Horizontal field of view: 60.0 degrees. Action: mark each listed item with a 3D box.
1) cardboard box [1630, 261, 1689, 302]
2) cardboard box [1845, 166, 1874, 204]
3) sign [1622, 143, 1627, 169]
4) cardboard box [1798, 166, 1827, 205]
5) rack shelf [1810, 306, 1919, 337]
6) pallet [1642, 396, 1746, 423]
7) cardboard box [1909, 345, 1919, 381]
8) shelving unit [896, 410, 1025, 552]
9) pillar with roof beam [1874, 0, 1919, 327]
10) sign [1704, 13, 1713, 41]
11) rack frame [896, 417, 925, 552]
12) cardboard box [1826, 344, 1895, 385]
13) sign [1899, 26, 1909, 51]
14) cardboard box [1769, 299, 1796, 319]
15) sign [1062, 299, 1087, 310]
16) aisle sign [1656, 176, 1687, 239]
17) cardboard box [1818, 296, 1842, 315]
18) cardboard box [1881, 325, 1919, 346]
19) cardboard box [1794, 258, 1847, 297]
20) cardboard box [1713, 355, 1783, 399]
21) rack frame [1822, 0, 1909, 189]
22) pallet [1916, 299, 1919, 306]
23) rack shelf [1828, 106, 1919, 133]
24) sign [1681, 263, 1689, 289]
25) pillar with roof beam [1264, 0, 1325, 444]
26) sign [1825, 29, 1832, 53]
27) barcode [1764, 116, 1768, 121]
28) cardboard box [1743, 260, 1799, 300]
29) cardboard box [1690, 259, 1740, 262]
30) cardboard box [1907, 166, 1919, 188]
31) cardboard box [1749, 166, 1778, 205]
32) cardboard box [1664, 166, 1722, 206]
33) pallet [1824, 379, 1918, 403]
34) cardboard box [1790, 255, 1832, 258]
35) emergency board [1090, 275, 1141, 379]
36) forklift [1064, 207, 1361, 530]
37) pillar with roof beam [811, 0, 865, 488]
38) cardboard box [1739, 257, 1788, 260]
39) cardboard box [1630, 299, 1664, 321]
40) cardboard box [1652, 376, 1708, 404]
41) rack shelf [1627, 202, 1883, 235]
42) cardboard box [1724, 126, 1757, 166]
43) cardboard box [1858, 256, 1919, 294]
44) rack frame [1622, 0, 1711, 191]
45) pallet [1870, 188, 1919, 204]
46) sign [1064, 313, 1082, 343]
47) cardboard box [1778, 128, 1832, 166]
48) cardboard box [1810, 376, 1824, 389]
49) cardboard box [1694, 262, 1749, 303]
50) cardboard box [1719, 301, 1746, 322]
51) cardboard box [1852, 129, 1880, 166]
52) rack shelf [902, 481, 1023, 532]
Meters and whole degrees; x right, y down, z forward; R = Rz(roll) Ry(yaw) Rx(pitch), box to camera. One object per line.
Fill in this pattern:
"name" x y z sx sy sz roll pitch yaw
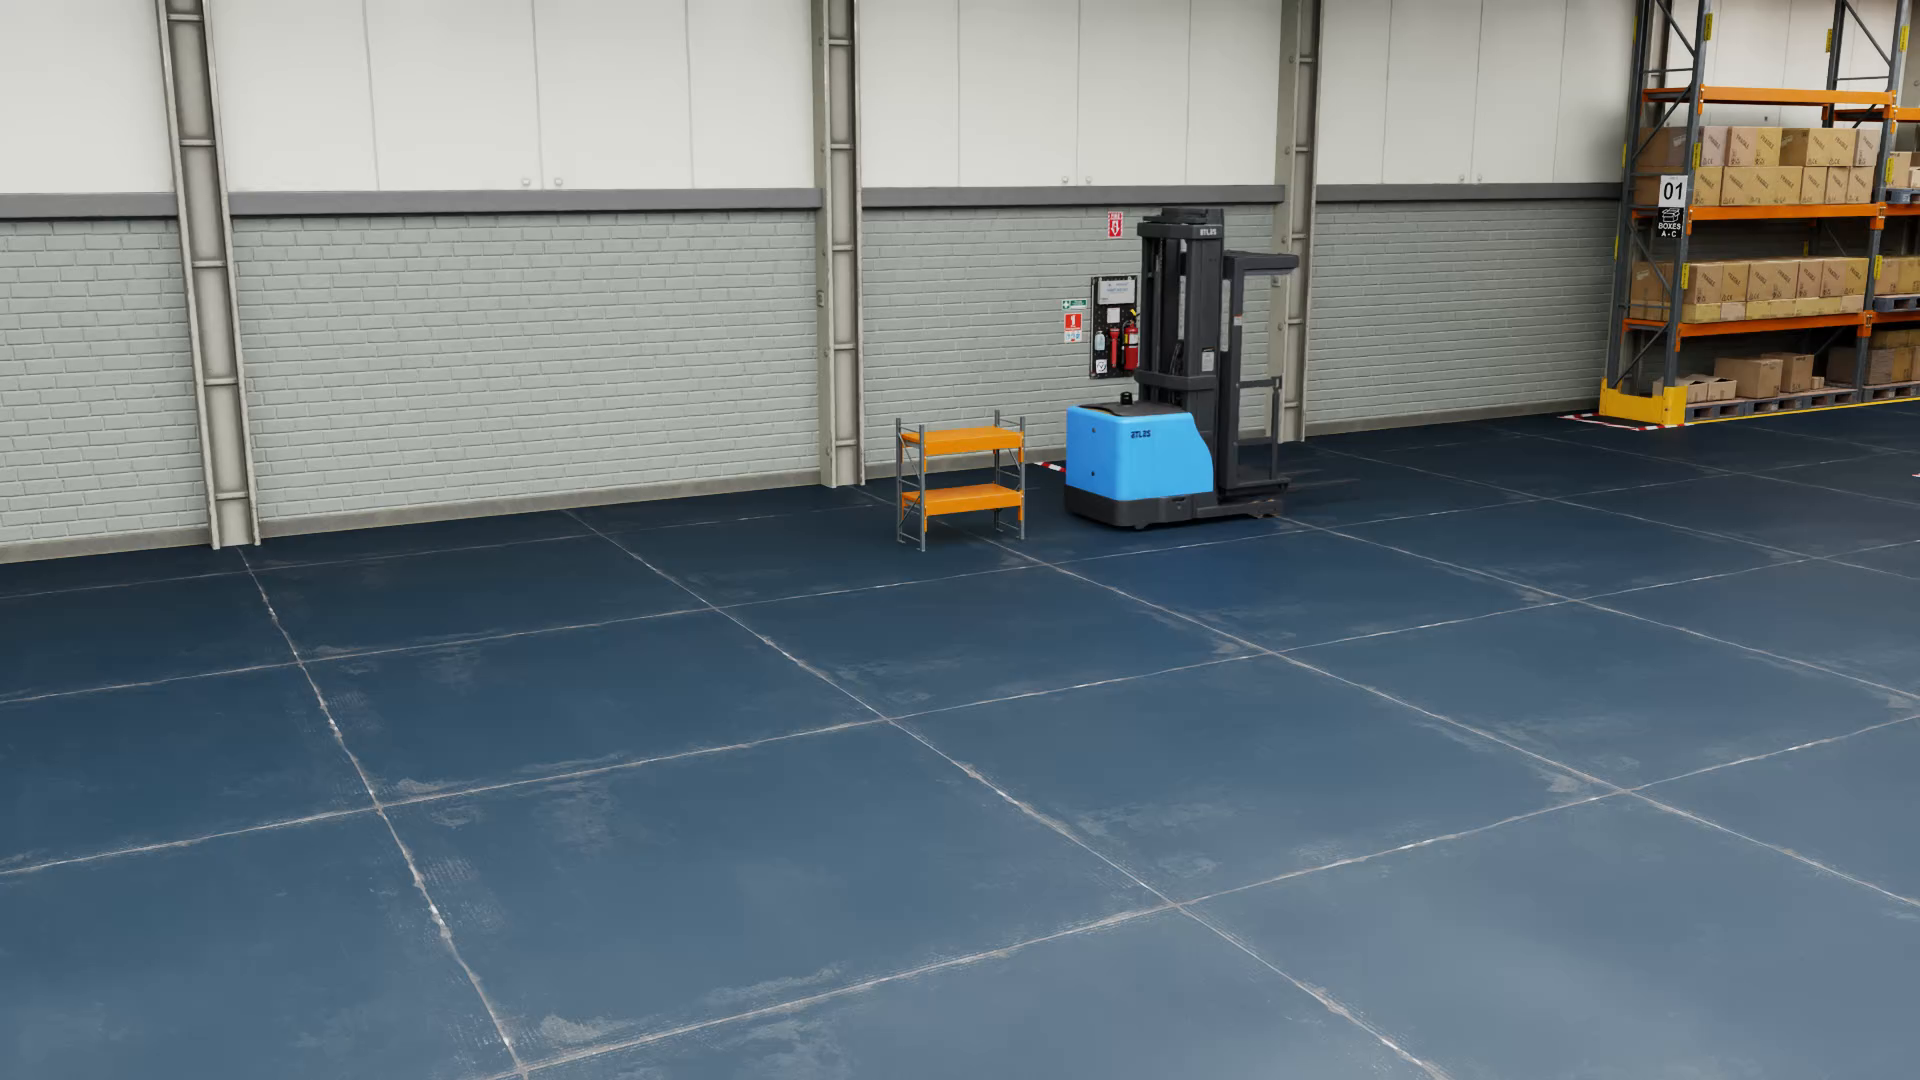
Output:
"cardboard box" 9.390 -3.477 22.316 0.500 0.500 0.500 -7 14 -28
"cardboard box" 12.262 -4.926 23.060 0.500 0.500 0.500 -6 14 -26
"sign" 8.830 -5.089 22.040 0.005 0.325 0.100 -7 14 -28
"cardboard box" 11.346 -4.810 22.544 0.500 0.500 0.500 -7 15 -30
"rack shelf" 14.345 -3.364 24.865 4.000 0.370 1.077 -7 14 -28
"pallet" 9.875 -1.810 22.673 1.213 0.211 1.003 -7 14 -28
"cardboard box" 14.124 -2.691 24.924 0.500 0.500 0.700 -7 14 -27
"shelving unit" 0.006 -0.549 14.989 1.048 1.125 0.538 -7 14 -28
"pillar with roof beam" 16.607 -6.053 21.509 0.400 9.000 9.100 -7 14 -28
"sign" 9.338 -6.401 20.747 0.005 0.325 0.100 -7 14 -28
"rack frame" -0.440 -0.496 14.751 0.032 1.125 0.500 -7 14 -28
"cardboard box" 13.227 -2.581 24.436 0.500 0.500 0.700 -6 14 -26
"sign" 12.833 -6.820 22.608 0.005 0.325 0.100 -7 14 -28
"cardboard box" 11.002 -3.173 22.674 0.500 0.250 0.500 -7 14 -27
"sign" 1.298 -2.677 18.885 0.331 0.109 0.001 -7 14 -28
"aisle sign" 9.159 -4.287 21.406 0.004 0.787 0.394 -7 14 -28
"cardboard box" 11.877 -3.282 23.159 0.500 0.250 0.500 -7 14 -28
"cardboard box" 14.067 -3.049 24.809 0.500 0.250 0.500 -7 15 -29
"cardboard box" 11.887 -3.644 23.059 0.500 0.500 0.500 -7 14 -28
"cardboard box" 10.897 -2.262 23.021 0.500 0.500 0.700 -8 15 -31
"rack frame" 12.589 -6.432 23.193 0.127 3.000 1.000 -7 14 -28
"pallet" 14.382 -3.616 24.782 1.213 0.211 1.003 -7 14 -28
"rack shelf" 14.345 -6.096 24.251 4.000 0.370 1.077 -7 14 -28
"sign" 9.338 -3.402 21.422 0.005 0.325 0.100 -7 14 -28
"pillar with roof beam" 6.075 -4.790 15.900 0.400 9.000 9.100 -7 14 -28
"sign" 12.318 -7.071 23.545 0.005 0.325 0.100 -7 14 -28
"barcode" 11.163 -5.832 23.032 0.075 0.075 0.001 -7 14 -28
"cardboard box" 10.984 -3.539 22.589 0.500 0.500 0.500 -6 14 -26
"cardboard box" 10.288 -3.583 22.788 0.500 0.500 0.500 -7 15 -29
"cardboard box" 13.648 -5.237 23.961 0.500 0.311 0.500 -6 14 -26
"cardboard box" 10.434 -4.698 22.048 0.500 0.500 0.500 -6 14 -25
"cardboard box" 9.492 -4.593 21.581 0.500 0.500 0.500 -6 14 -26
"pallet" 13.272 -2.227 24.523 1.213 0.211 1.003 -7 14 -28
"cardboard box" 12.077 -3.798 23.743 0.500 0.500 0.500 -7 15 -29
"emergency board" 1.824 -2.441 19.122 0.643 1.169 0.194 -7 14 -28
"forklift" 2.557 -1.733 16.133 3.031 2.935 1.130 -7 14 -27
"pillar with roof beam" 0.808 -4.159 13.095 0.400 9.000 9.100 -7 14 -28
"cardboard box" 11.181 -3.693 23.276 0.500 0.500 0.500 -6 14 -26
"cardboard box" 9.396 -3.107 22.380 0.500 0.250 0.500 -7 14 -27
"cardboard box" 9.729 -2.042 22.475 0.500 0.311 0.500 -9 15 -34
"rack shelf" 10.834 -4.407 22.666 4.000 0.370 1.077 -7 14 -28
"cardboard box" 9.997 -5.131 21.693 0.500 0.500 0.500 -7 14 -29
"cardboard box" 13.546 -3.873 24.256 0.500 0.500 0.700 -5 14 -22
"rack frame" 9.078 -6.011 21.323 0.127 3.000 1.000 -7 14 -28
"pallet" 13.182 -4.921 23.740 1.003 0.211 1.213 -7 14 -28
"sign" 1.290 -2.420 18.948 0.234 0.329 0.001 -7 14 -28
"cardboard box" 11.350 -5.293 22.414 0.500 0.500 0.500 -7 15 -30
"cardboard box" 12.134 -2.275 23.838 0.250 0.166 0.380 -9 16 -35
"cardboard box" 10.080 -3.429 22.102 0.500 0.500 0.500 -7 14 -28
"cardboard box" 10.108 -3.068 22.207 0.500 0.250 0.500 -7 15 -30
"cardboard box" 12.279 -5.410 22.933 0.500 0.500 0.500 -8 15 -33
"rack shelf" 0.006 -0.311 15.043 1.000 0.278 0.538 -7 14 -28
